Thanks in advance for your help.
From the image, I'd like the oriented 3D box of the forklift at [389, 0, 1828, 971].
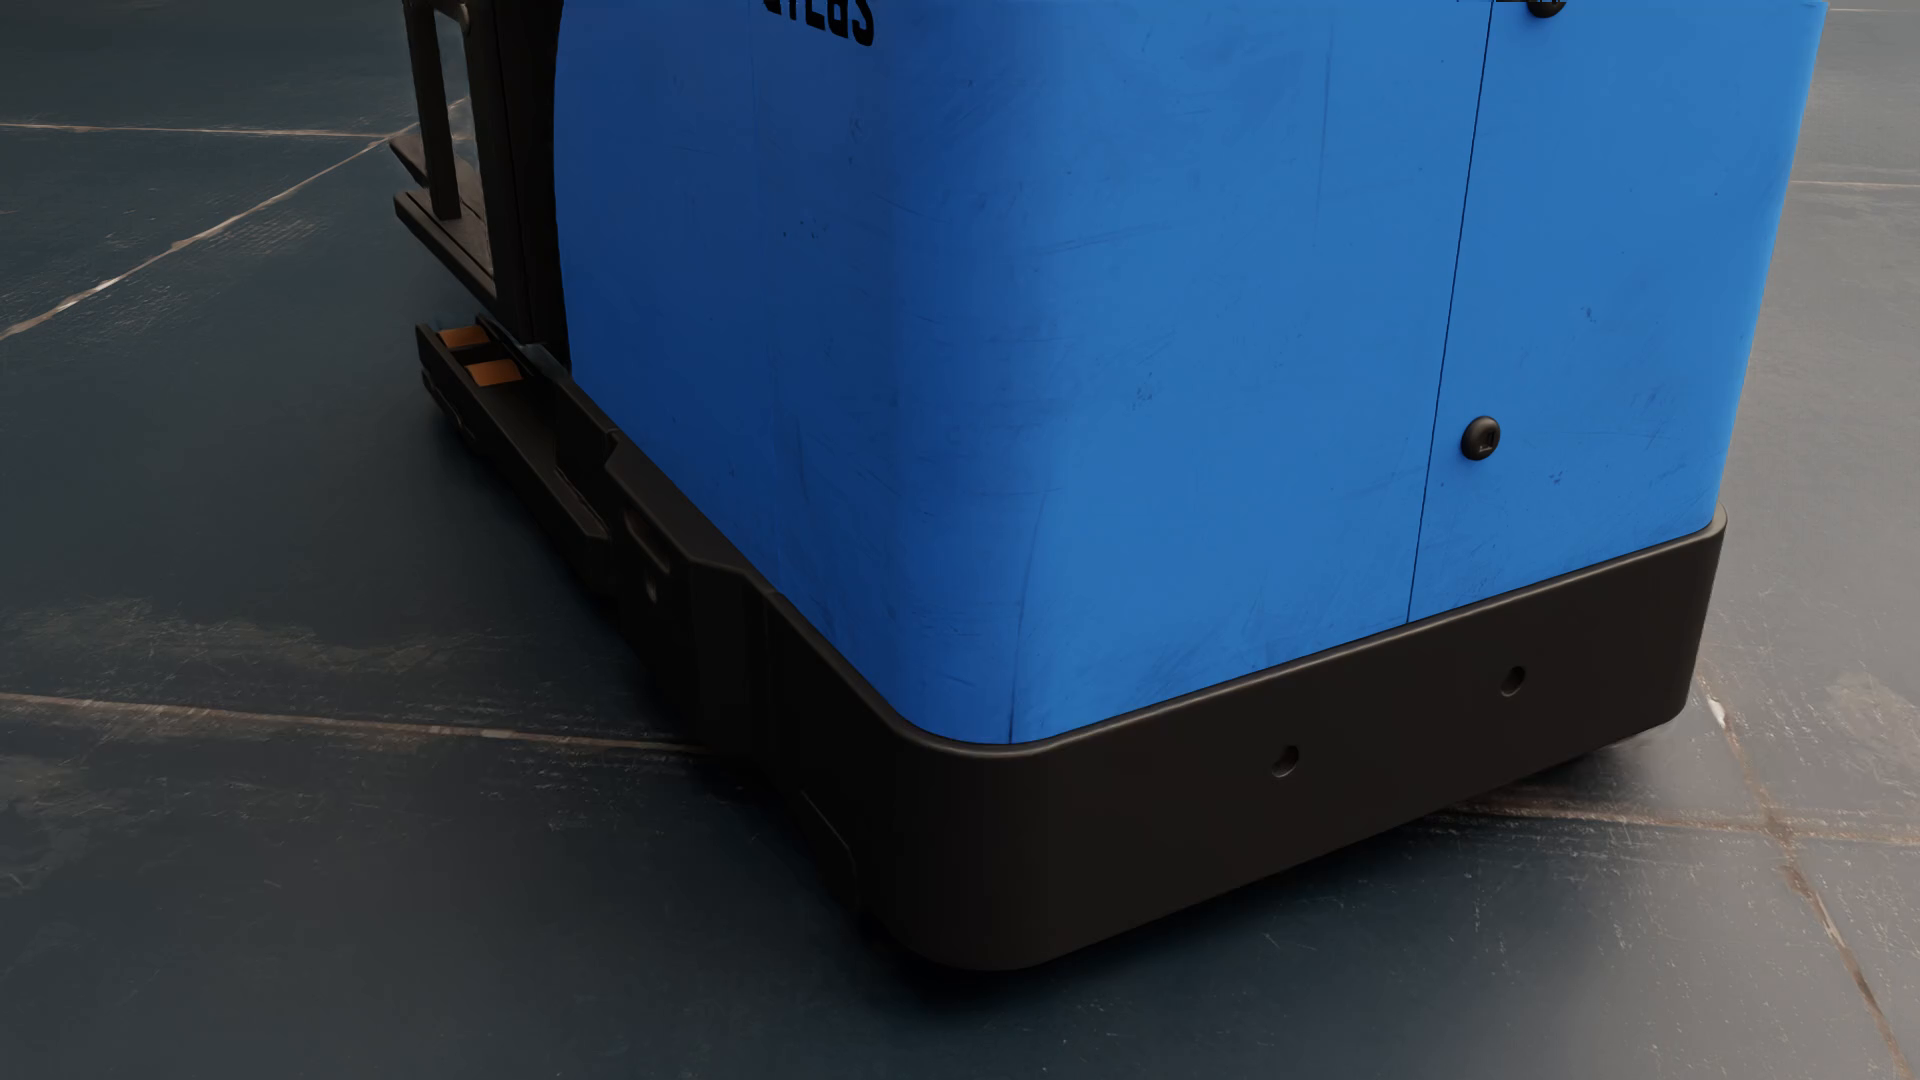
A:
[{"bbox_3d":[-0.294,-1.534,2.292,1.130,2.935,3.031,-14,30,-26],"label":"forklift"}]
